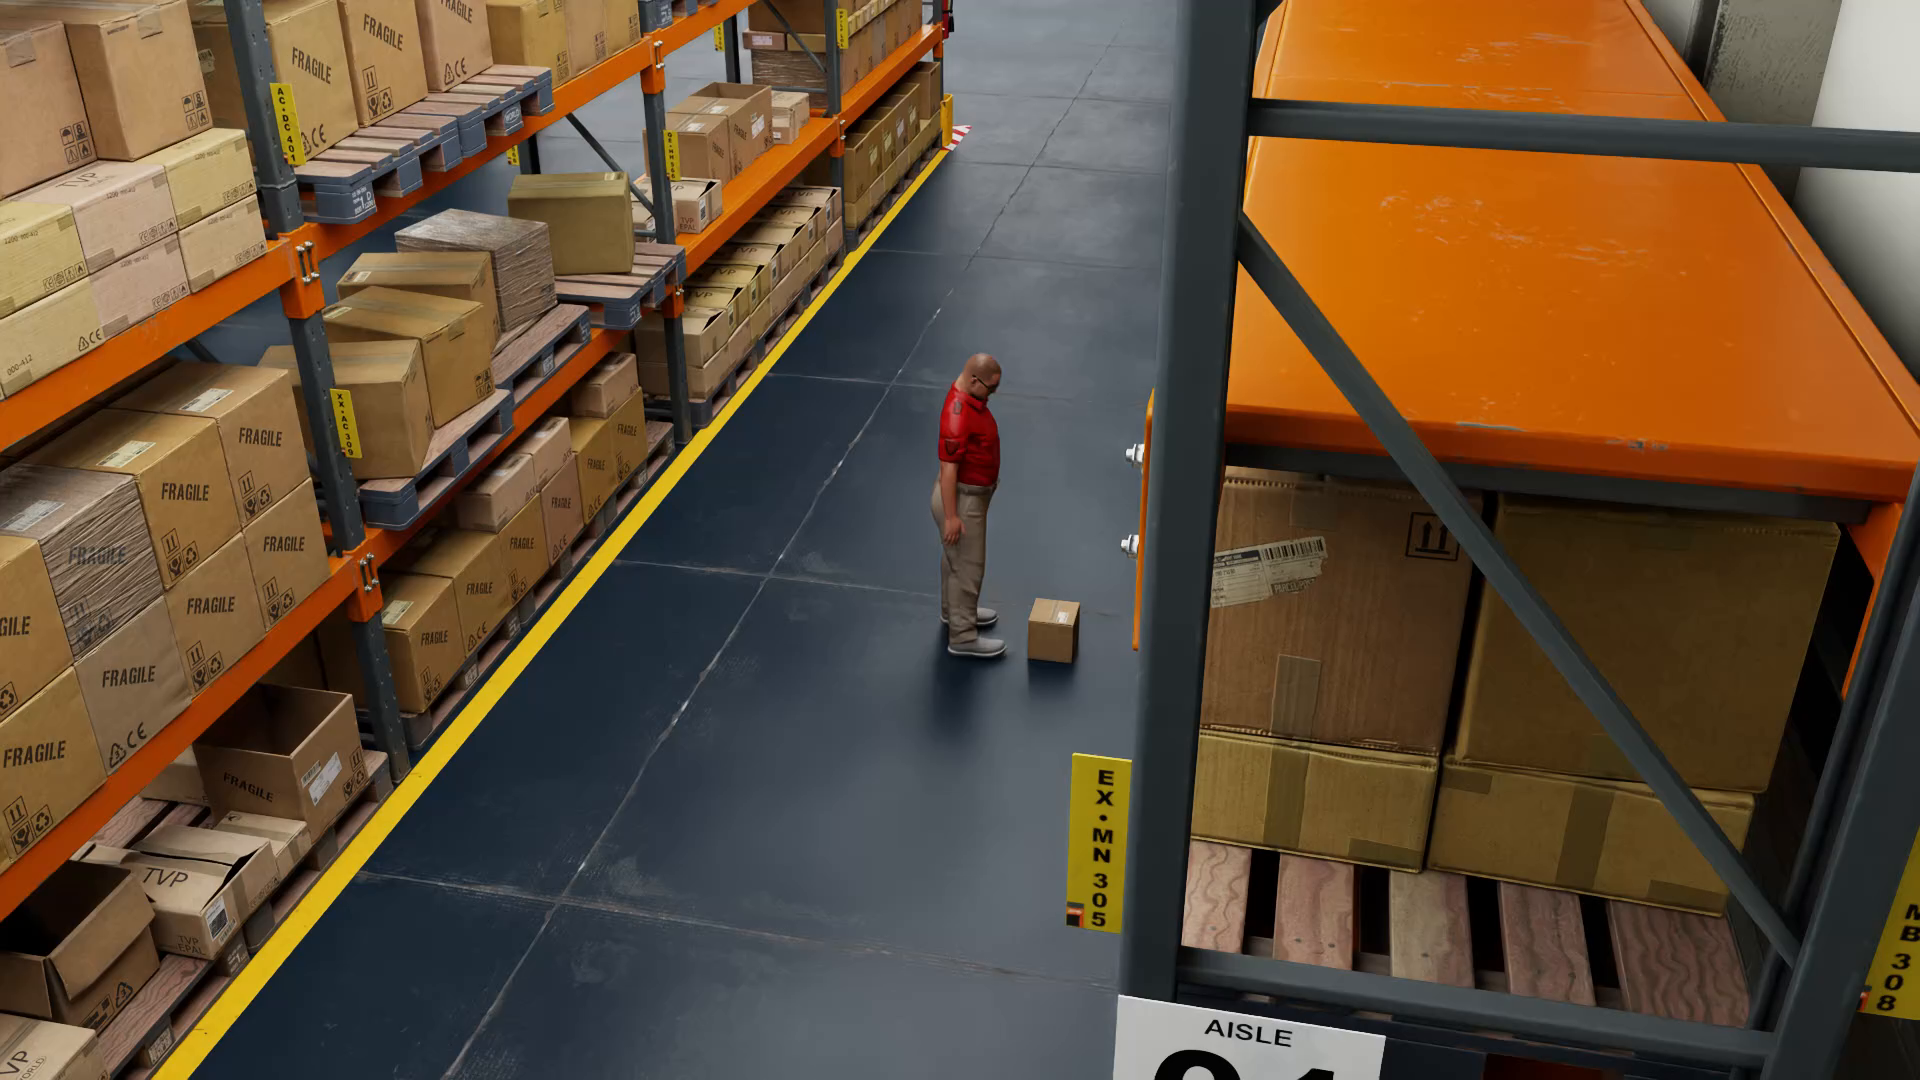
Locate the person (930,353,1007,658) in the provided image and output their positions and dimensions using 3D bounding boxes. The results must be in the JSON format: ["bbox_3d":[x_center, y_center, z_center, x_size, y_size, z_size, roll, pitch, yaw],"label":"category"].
[{"bbox_3d":[0.061,-0.210,8.994,0.424,1.710,0.580,2,29,4],"label":"person"}]
